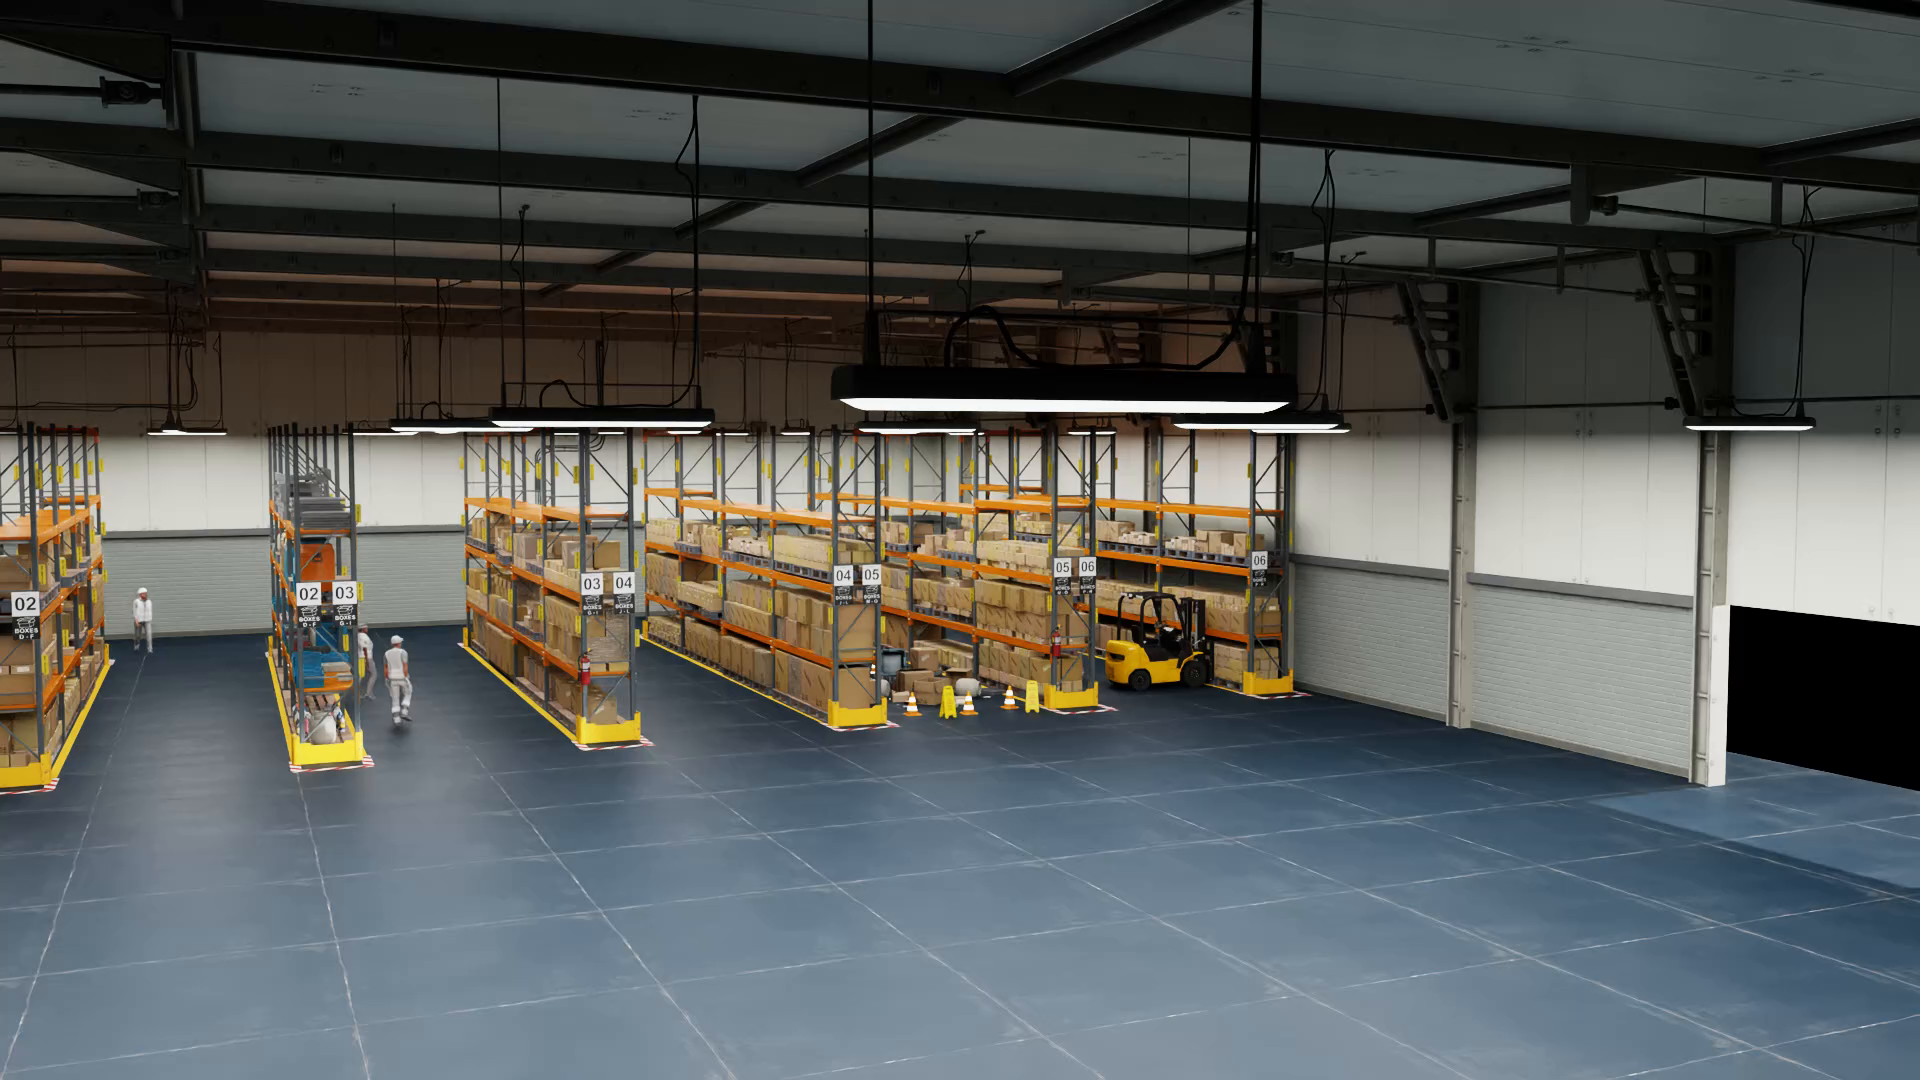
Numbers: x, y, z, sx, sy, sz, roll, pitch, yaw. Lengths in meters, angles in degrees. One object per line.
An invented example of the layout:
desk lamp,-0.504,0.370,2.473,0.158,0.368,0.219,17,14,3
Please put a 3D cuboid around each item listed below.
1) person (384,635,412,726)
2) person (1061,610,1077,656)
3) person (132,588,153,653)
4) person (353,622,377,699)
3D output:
person,-11.230,2.790,33.190,0.543,1.772,0.496,-1,4,-9
person,2.660,2.481,39.882,0.459,1.715,0.593,-2,4,-29
person,-21.765,2.139,44.284,0.510,1.734,1.017,-2,4,-34
person,-13.123,2.674,36.546,0.543,1.690,0.517,2,4,30
